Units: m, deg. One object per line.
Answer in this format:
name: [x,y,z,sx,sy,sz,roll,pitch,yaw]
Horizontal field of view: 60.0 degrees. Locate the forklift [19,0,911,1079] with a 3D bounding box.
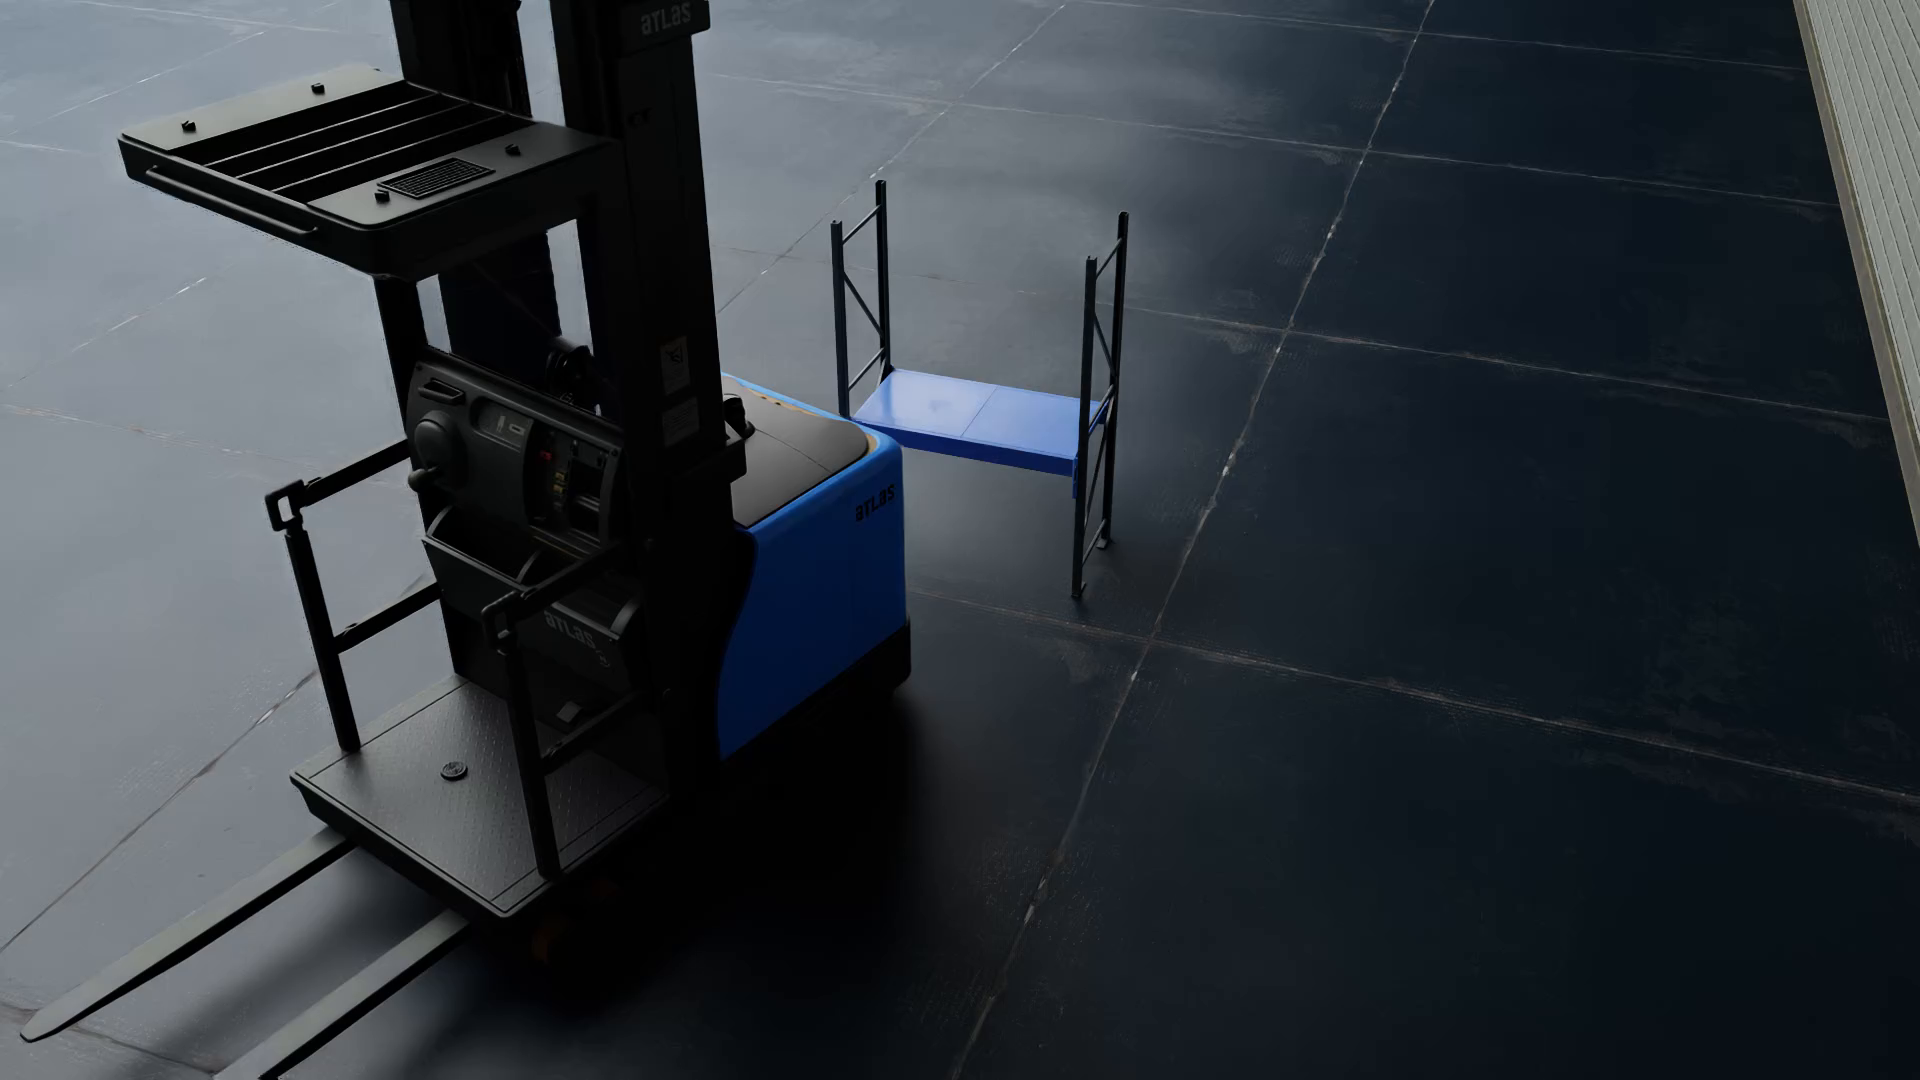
forklift: [-1.476,-0.201,4.859,1.130,2.935,3.031,22,39,30]

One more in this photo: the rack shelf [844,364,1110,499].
rack shelf: [0.080,-0.463,6.917,1.000,0.185,0.538,11,34,16]

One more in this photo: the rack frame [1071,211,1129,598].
rack frame: [0.559,-0.521,6.675,0.032,1.500,0.500,11,34,16]

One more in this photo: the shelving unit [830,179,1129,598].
shelving unit: [0.080,-0.614,6.819,1.048,1.500,0.538,11,34,16]

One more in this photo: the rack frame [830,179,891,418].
rack frame: [-0.398,-0.708,6.963,0.032,1.500,0.500,11,34,16]
